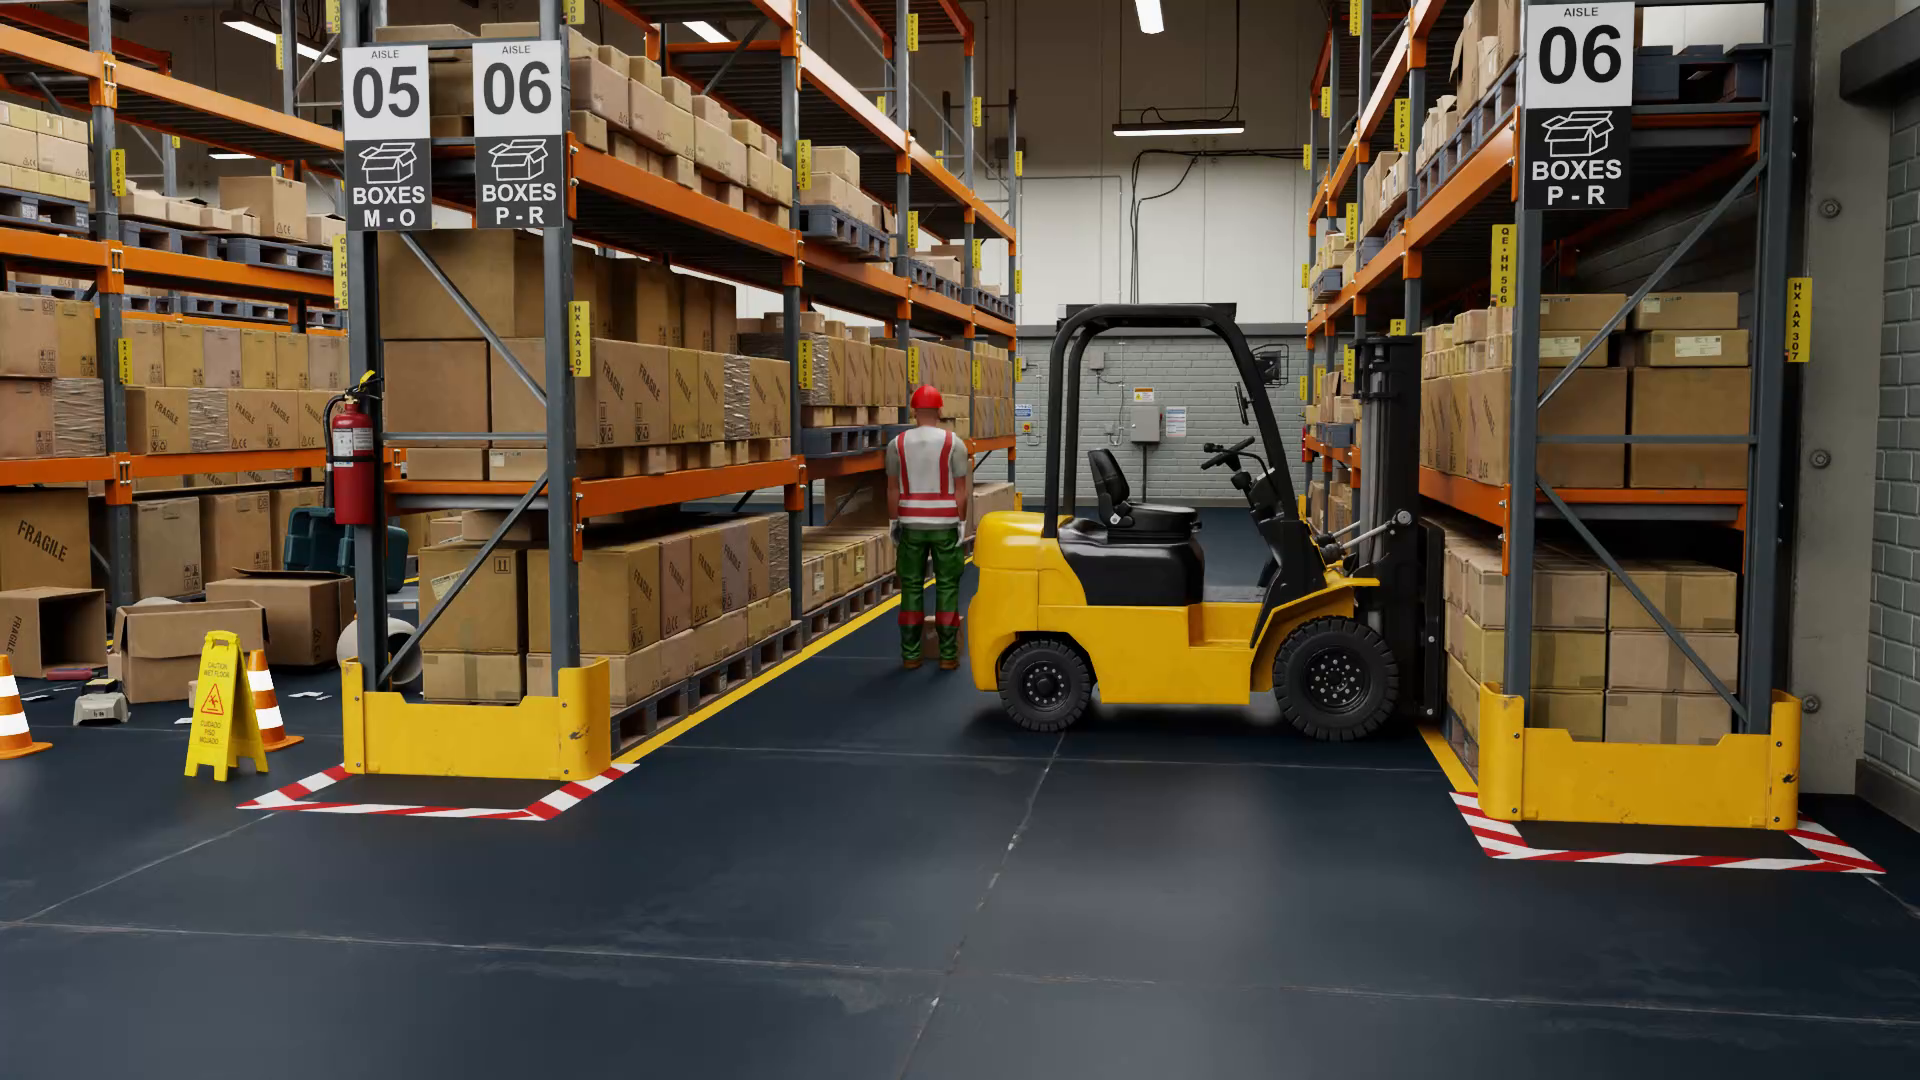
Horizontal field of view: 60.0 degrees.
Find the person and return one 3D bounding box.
[{"bbox_3d":[-0.203,-0.082,10.504,0.526,1.783,0.340,1,4,8],"label":"person"}]
